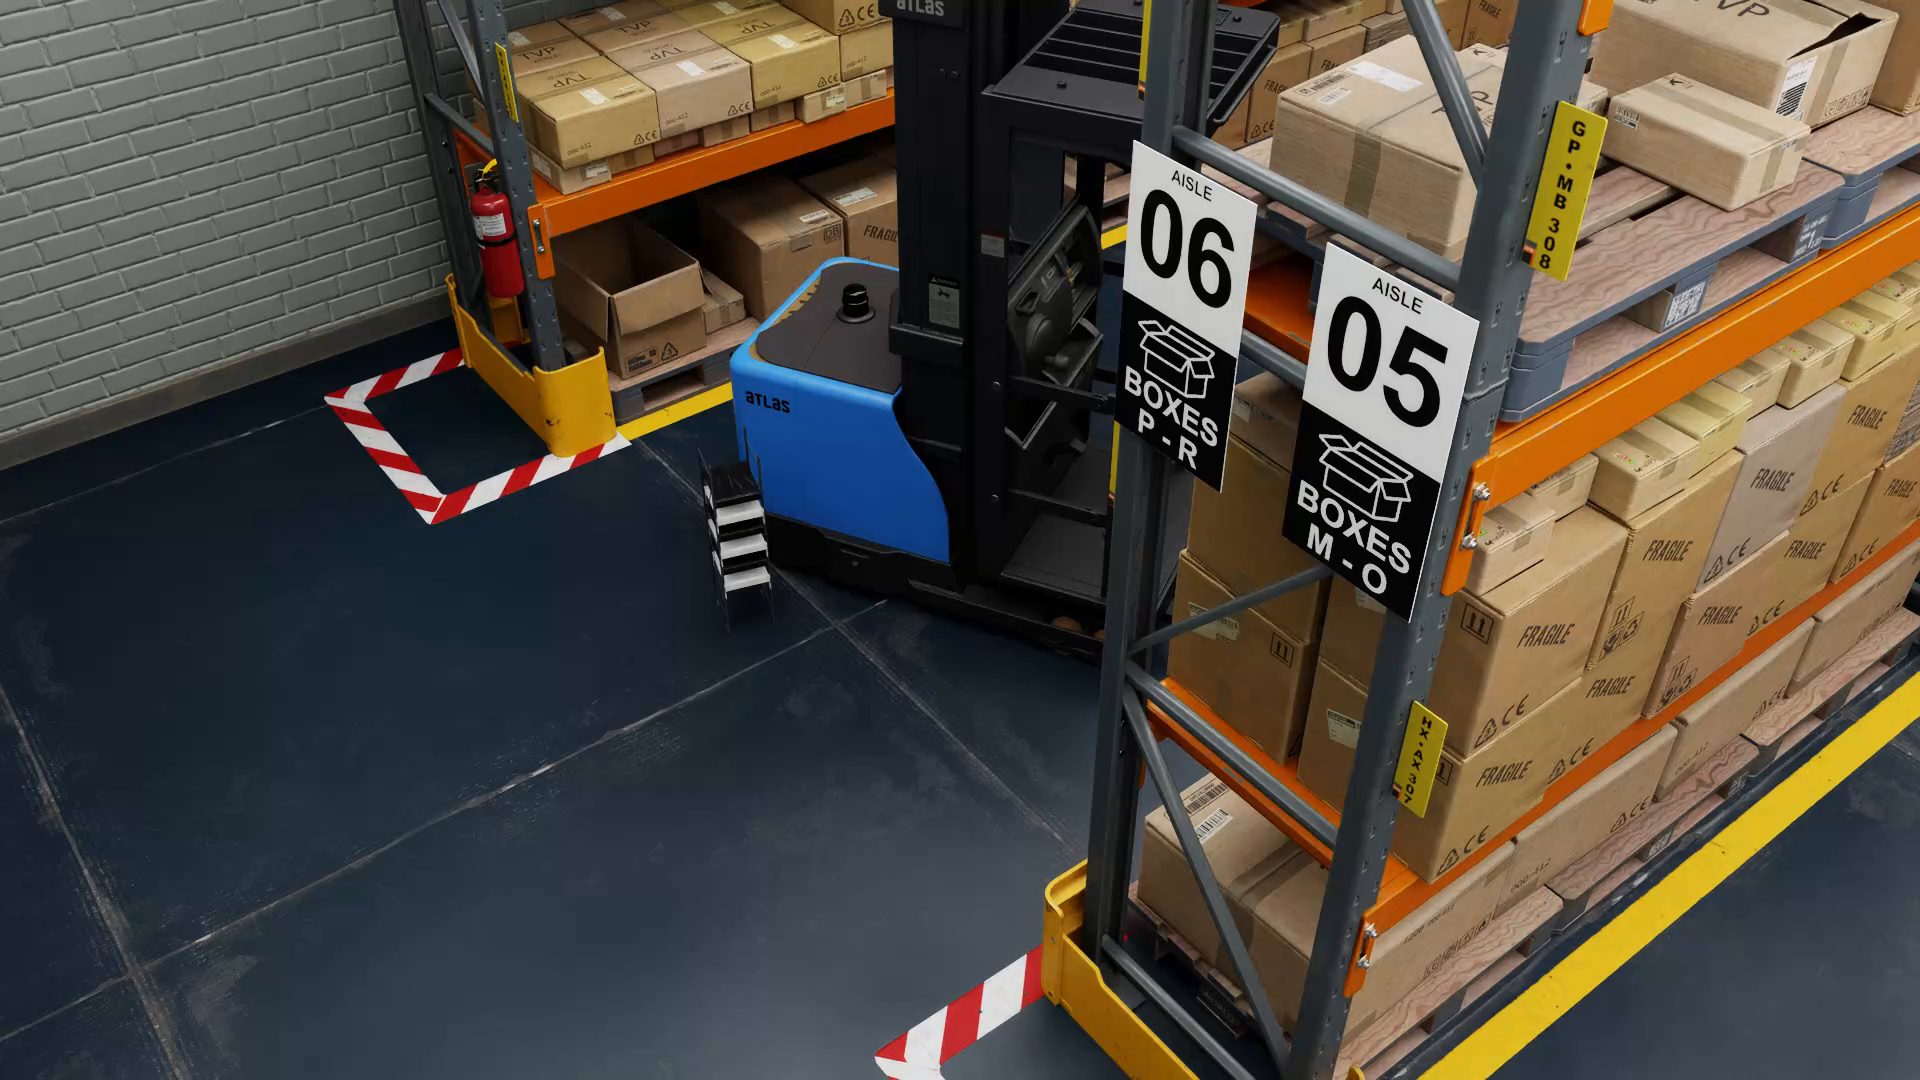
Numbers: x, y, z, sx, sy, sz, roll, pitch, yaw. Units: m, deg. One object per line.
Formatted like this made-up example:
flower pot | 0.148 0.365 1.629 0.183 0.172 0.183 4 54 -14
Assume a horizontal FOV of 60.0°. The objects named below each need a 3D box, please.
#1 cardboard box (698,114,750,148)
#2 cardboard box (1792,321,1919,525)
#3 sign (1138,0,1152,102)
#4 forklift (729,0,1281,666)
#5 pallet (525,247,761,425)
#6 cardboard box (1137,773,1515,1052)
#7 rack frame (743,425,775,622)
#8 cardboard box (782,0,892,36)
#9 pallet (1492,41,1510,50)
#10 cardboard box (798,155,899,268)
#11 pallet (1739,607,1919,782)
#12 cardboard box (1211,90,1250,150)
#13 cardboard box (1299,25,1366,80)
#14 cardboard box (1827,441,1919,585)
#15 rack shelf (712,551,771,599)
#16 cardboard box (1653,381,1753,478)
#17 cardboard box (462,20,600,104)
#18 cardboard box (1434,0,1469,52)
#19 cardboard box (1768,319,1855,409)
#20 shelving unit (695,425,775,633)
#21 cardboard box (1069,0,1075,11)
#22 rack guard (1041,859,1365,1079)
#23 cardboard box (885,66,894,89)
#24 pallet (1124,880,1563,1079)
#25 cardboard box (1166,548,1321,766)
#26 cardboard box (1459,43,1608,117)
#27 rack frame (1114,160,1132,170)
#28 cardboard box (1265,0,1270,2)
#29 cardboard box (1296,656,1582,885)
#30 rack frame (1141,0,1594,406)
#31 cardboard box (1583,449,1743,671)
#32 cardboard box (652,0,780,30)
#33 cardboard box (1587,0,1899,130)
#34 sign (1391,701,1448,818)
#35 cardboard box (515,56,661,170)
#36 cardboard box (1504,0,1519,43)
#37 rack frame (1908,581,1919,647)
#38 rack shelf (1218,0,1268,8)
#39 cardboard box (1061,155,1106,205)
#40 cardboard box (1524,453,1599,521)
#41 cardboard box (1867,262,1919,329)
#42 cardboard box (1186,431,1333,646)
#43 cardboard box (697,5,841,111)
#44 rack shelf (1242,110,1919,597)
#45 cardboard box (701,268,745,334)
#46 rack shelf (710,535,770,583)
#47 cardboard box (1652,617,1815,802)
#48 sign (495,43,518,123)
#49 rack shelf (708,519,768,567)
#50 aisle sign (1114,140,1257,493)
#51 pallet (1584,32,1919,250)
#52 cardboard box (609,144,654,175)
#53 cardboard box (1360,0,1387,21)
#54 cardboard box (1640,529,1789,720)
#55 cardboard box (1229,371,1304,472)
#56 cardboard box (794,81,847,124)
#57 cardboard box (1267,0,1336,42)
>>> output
cardboard box | -1.233 -2.081 8.119 0.250 0.149 0.380 -25 45 -27
cardboard box | 2.526 -0.453 5.070 0.500 0.500 0.500 -26 46 -28
sign | 0.449 -1.136 3.769 0.005 0.325 0.100 -26 46 -28
forklift | 0.571 -0.974 6.627 3.031 2.935 1.130 16 42 18
pallet | -1.567 -1.141 8.975 1.213 0.211 1.003 -26 46 -28
cardboard box | 1.231 1.136 5.689 0.875 0.438 0.875 -28 47 -29
rack frame | -0.857 -0.059 7.113 0.006 0.900 0.240 -13 41 -16
cardboard box | -0.546 -2.848 8.149 0.500 0.500 0.500 -25 45 -27
pallet | 3.469 -3.625 12.003 1.213 0.211 1.003 -26 46 -28
cardboard box | -0.535 -1.731 9.134 0.500 0.500 0.500 -25 46 -27
pallet | 3.289 0.400 7.096 1.213 0.211 1.003 -26 46 -28
cardboard box | 1.433 -2.697 10.312 0.500 0.500 0.500 -24 45 -26
cardboard box | 2.248 -3.098 10.801 0.500 0.500 0.500 -27 47 -29
cardboard box | 2.934 -0.260 5.623 0.500 0.500 0.500 -27 46 -29
rack shelf | -0.952 0.128 7.221 0.200 0.077 0.258 -13 41 -16
cardboard box | 1.857 -0.351 4.434 0.250 0.149 0.380 -28 47 -29
cardboard box | -2.056 -2.249 8.011 0.500 0.250 0.500 -25 45 -27
cardboard box | 3.063 -3.506 11.298 0.500 0.500 0.500 -24 45 -26
cardboard box | 2.256 -0.554 4.682 0.250 0.149 0.380 -26 46 -28
shelving unit | -0.952 -0.037 7.085 0.210 0.900 0.258 -13 41 -16
cardboard box | 0.269 -2.964 8.881 0.500 0.250 0.500 -26 46 -28
rack guard | 0.749 1.589 5.419 0.348 0.500 1.175 -26 46 -28
cardboard box | -0.421 -2.492 8.621 0.250 0.149 0.380 -26 46 -28
pallet | 1.355 1.343 5.946 1.213 0.211 1.003 -26 46 -28
cardboard box | 0.989 0.255 4.995 0.500 0.500 0.500 -26 46 -28
cardboard box | 1.354 -1.072 4.114 0.250 0.149 0.380 -30 48 -31
rack frame | 0.912 -3.427 9.563 0.127 3.000 1.000 -26 46 -28
cardboard box | 1.859 -3.555 10.847 0.250 0.149 0.380 -25 45 -27
cardboard box | 1.324 0.534 4.655 0.500 0.500 0.500 -26 46 -28
rack frame | 0.768 -1.706 2.734 0.127 3.000 1.000 -26 46 -28
cardboard box | 1.728 -0.057 4.587 0.500 0.500 0.500 -27 47 -29
cardboard box | -1.251 -2.637 8.483 0.500 0.250 0.500 -25 45 -27
cardboard box | 1.986 -1.266 4.224 0.500 0.311 0.500 -25 46 -27
sign | 1.102 0.530 3.994 0.005 0.325 0.100 -26 46 -28
cardboard box | -1.735 -1.978 7.680 0.500 0.250 0.500 -26 46 -28
cardboard box | 3.880 -3.897 11.776 0.500 0.500 0.500 -25 45 -27
rack frame | 3.940 -0.932 6.522 0.127 3.000 1.000 -26 46 -28
rack shelf | 2.498 -3.922 10.733 4.000 0.370 1.077 -26 46 -28
cardboard box | 0.650 -2.124 9.891 0.250 0.149 0.380 -27 47 -29
cardboard box | 1.383 -0.198 4.247 0.250 0.149 0.380 -25 45 -27
cardboard box | 2.652 -0.764 4.938 0.250 0.149 0.380 -26 46 -28
cardboard box | 1.005 -0.118 4.661 0.500 0.500 0.500 -24 45 -27
cardboard box | -0.936 -2.371 8.158 0.500 0.250 0.500 -27 46 -29
rack shelf | 2.354 -1.041 4.856 4.000 0.370 1.077 -26 46 -28
cardboard box | -1.356 -1.275 8.855 0.250 0.149 0.380 -28 47 -30
rack shelf | -0.952 0.059 7.164 0.200 0.077 0.258 -13 41 -16
cardboard box | 2.667 0.431 6.549 0.875 0.438 0.875 -27 47 -29
sign | -1.929 -1.943 7.071 0.005 0.325 0.100 -26 46 -28
rack shelf | -0.952 -0.011 7.106 0.200 0.077 0.258 -13 41 -16
aisle sign | 0.522 -0.520 3.969 0.004 0.787 0.394 -26 46 -28
pallet | 2.318 -1.278 4.648 1.213 0.211 1.003 -26 46 -28
cardboard box | -1.658 -1.895 7.893 0.250 0.149 0.380 -25 45 -27
cardboard box | 2.552 -3.534 10.821 0.250 0.149 0.380 -26 46 -28
cardboard box | 2.122 0.137 5.139 0.500 0.500 0.500 -26 46 -28
cardboard box | 0.931 -0.302 4.374 0.250 0.149 0.380 -25 46 -28
cardboard box | -0.780 -2.246 8.321 0.250 0.149 0.380 -27 47 -29
cardboard box | 2.158 -3.320 10.560 0.250 0.149 0.380 -26 46 -28
